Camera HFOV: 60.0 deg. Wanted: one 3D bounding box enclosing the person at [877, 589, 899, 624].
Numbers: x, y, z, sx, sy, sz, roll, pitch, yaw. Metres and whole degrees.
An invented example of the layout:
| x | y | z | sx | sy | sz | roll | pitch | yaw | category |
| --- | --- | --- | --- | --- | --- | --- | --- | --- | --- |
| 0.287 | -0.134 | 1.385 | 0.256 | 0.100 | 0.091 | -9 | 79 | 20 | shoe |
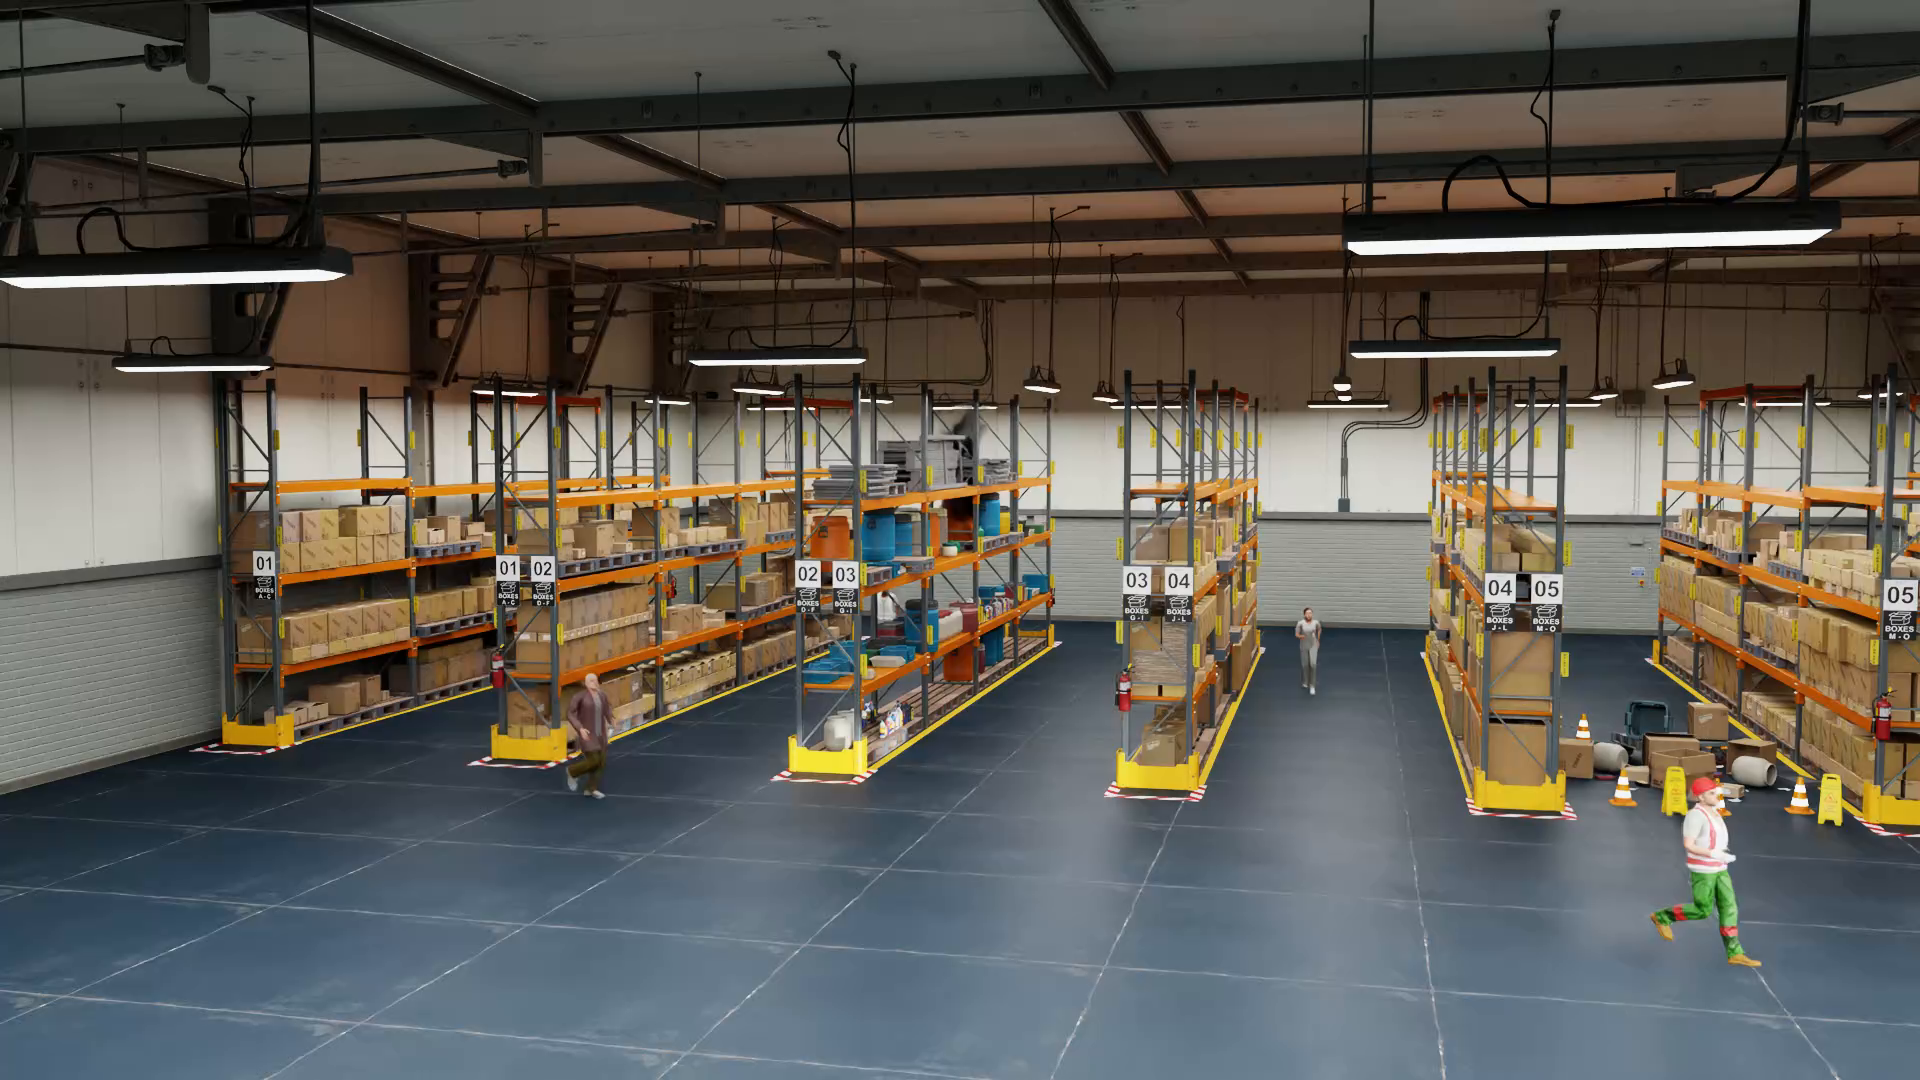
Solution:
| x | y | z | sx | sy | sz | roll | pitch | yaw | category |
| --- | --- | --- | --- | --- | --- | --- | --- | --- | --- |
| -1.733 | 1.844 | 38.264 | 0.681 | 1.755 | 0.761 | 0 | 3 | 5 | person |

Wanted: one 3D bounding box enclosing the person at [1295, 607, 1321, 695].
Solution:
| x | y | z | sx | sy | sz | roll | pitch | yaw | category |
| --- | --- | --- | --- | --- | --- | --- | --- | --- | --- |
| 6.917 | 2.181 | 33.073 | 0.509 | 1.709 | 0.837 | 1 | 4 | 13 | person |

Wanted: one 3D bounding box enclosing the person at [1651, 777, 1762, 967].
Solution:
| x | y | z | sx | sy | sz | roll | pitch | yaw | category |
| --- | --- | --- | --- | --- | --- | --- | --- | --- | --- |
| 7.186 | 3.154 | 15.959 | 0.673 | 1.755 | 1.021 | -3 | 5 | -41 | person |

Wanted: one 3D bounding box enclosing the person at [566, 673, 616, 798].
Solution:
| x | y | z | sx | sy | sz | roll | pitch | yaw | category |
| --- | --- | --- | --- | --- | --- | --- | --- | --- | --- |
| -5.178 | 2.736 | 23.369 | 0.685 | 1.750 | 0.704 | 3 | 4 | 38 | person |

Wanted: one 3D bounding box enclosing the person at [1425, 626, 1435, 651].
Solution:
| x | y | z | sx | sy | sz | roll | pitch | yaw | category |
| --- | --- | --- | --- | --- | --- | --- | --- | --- | --- |
| 11.497 | 1.774 | 39.424 | 0.834 | 1.815 | 0.700 | -1 | 3 | -11 | person |
